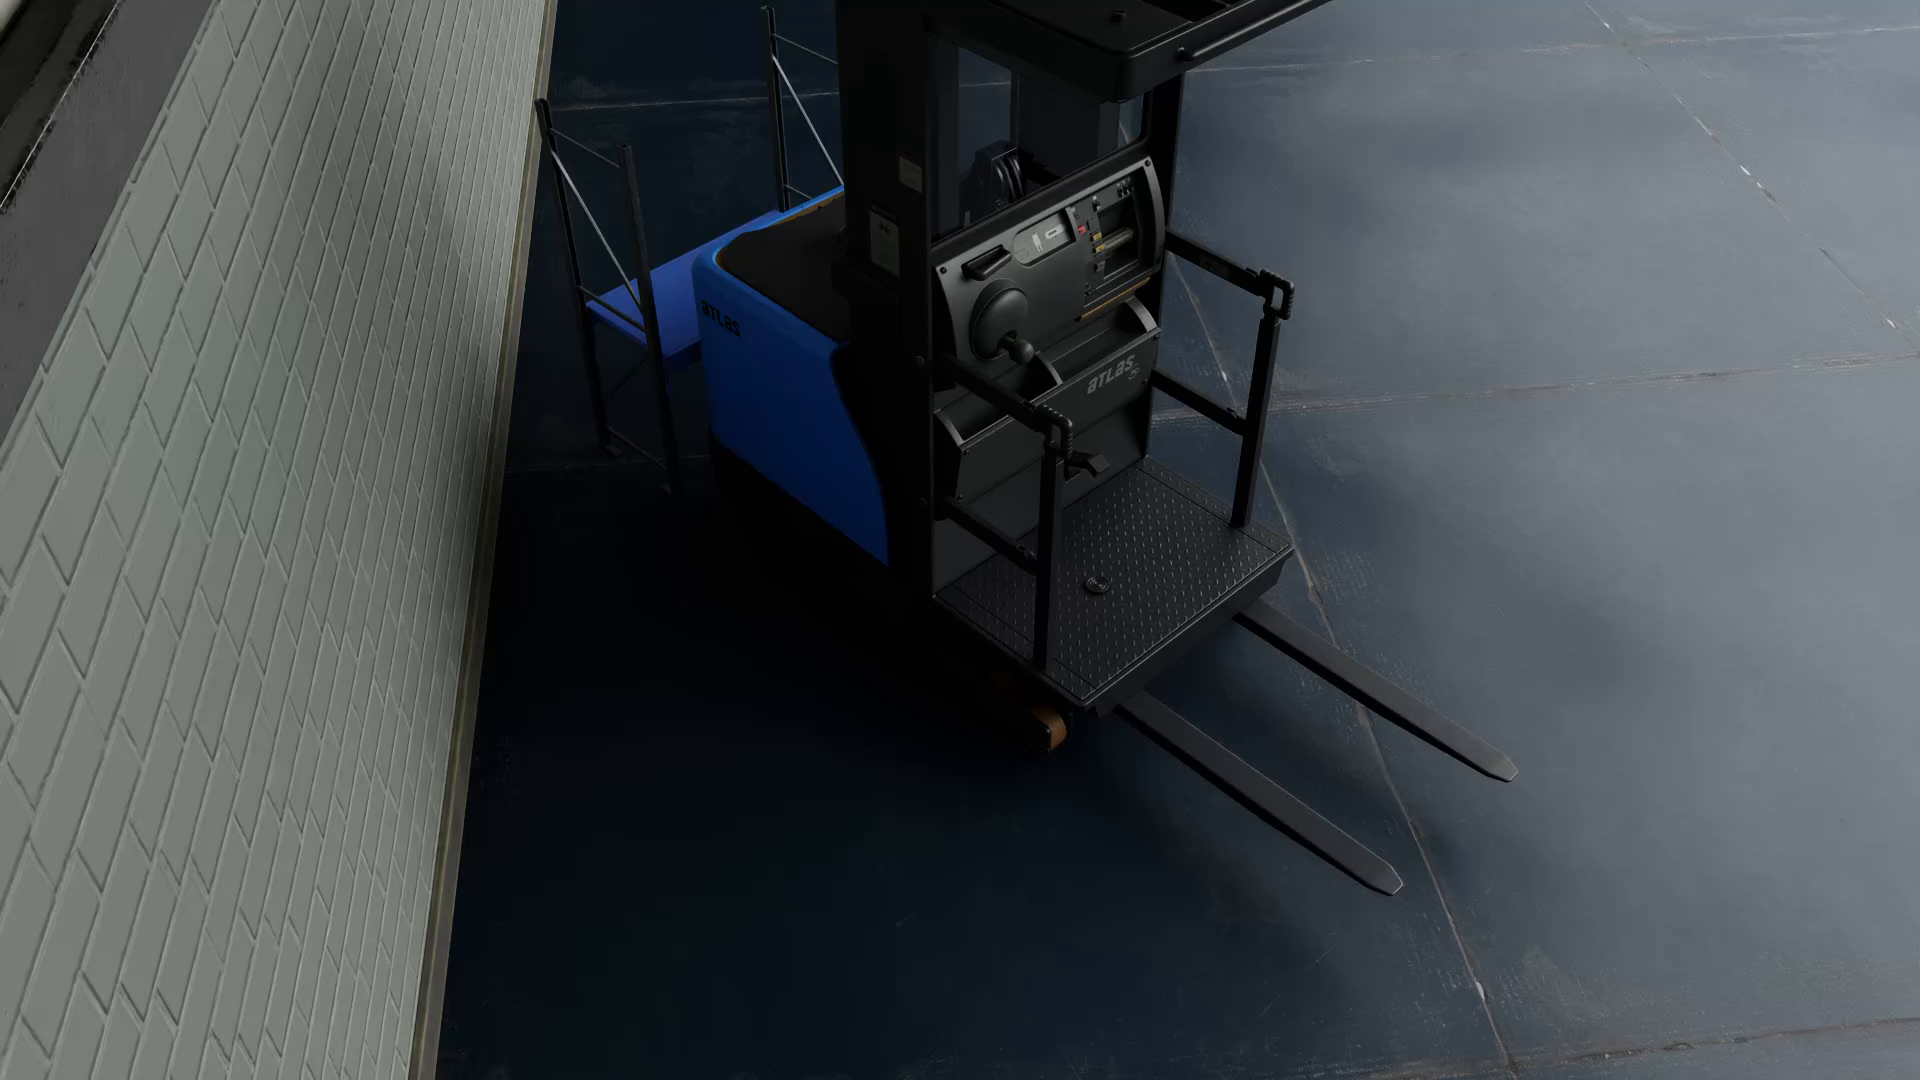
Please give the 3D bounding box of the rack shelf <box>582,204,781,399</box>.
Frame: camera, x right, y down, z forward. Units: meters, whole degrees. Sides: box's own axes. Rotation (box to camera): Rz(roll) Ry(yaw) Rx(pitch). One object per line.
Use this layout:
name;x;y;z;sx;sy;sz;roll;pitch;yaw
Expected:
rack shelf;-0.906;-0.944;6.443;0.538;0.185;1.000;33;51;31

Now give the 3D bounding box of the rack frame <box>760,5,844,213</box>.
rack frame;-0.553;-1.323;6.594;0.500;1.500;0.032;33;51;31

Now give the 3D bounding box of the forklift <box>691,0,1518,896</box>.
forklift;0.435;-0.785;4.932;1.130;2.935;3.031;-33;51;-31

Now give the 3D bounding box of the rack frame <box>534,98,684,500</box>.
rack frame;-1.260;-0.833;6.051;0.500;1.500;0.032;33;51;31

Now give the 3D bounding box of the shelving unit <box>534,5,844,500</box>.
shelving unit;-0.907;-1.078;6.323;0.538;1.500;1.048;33;51;31
